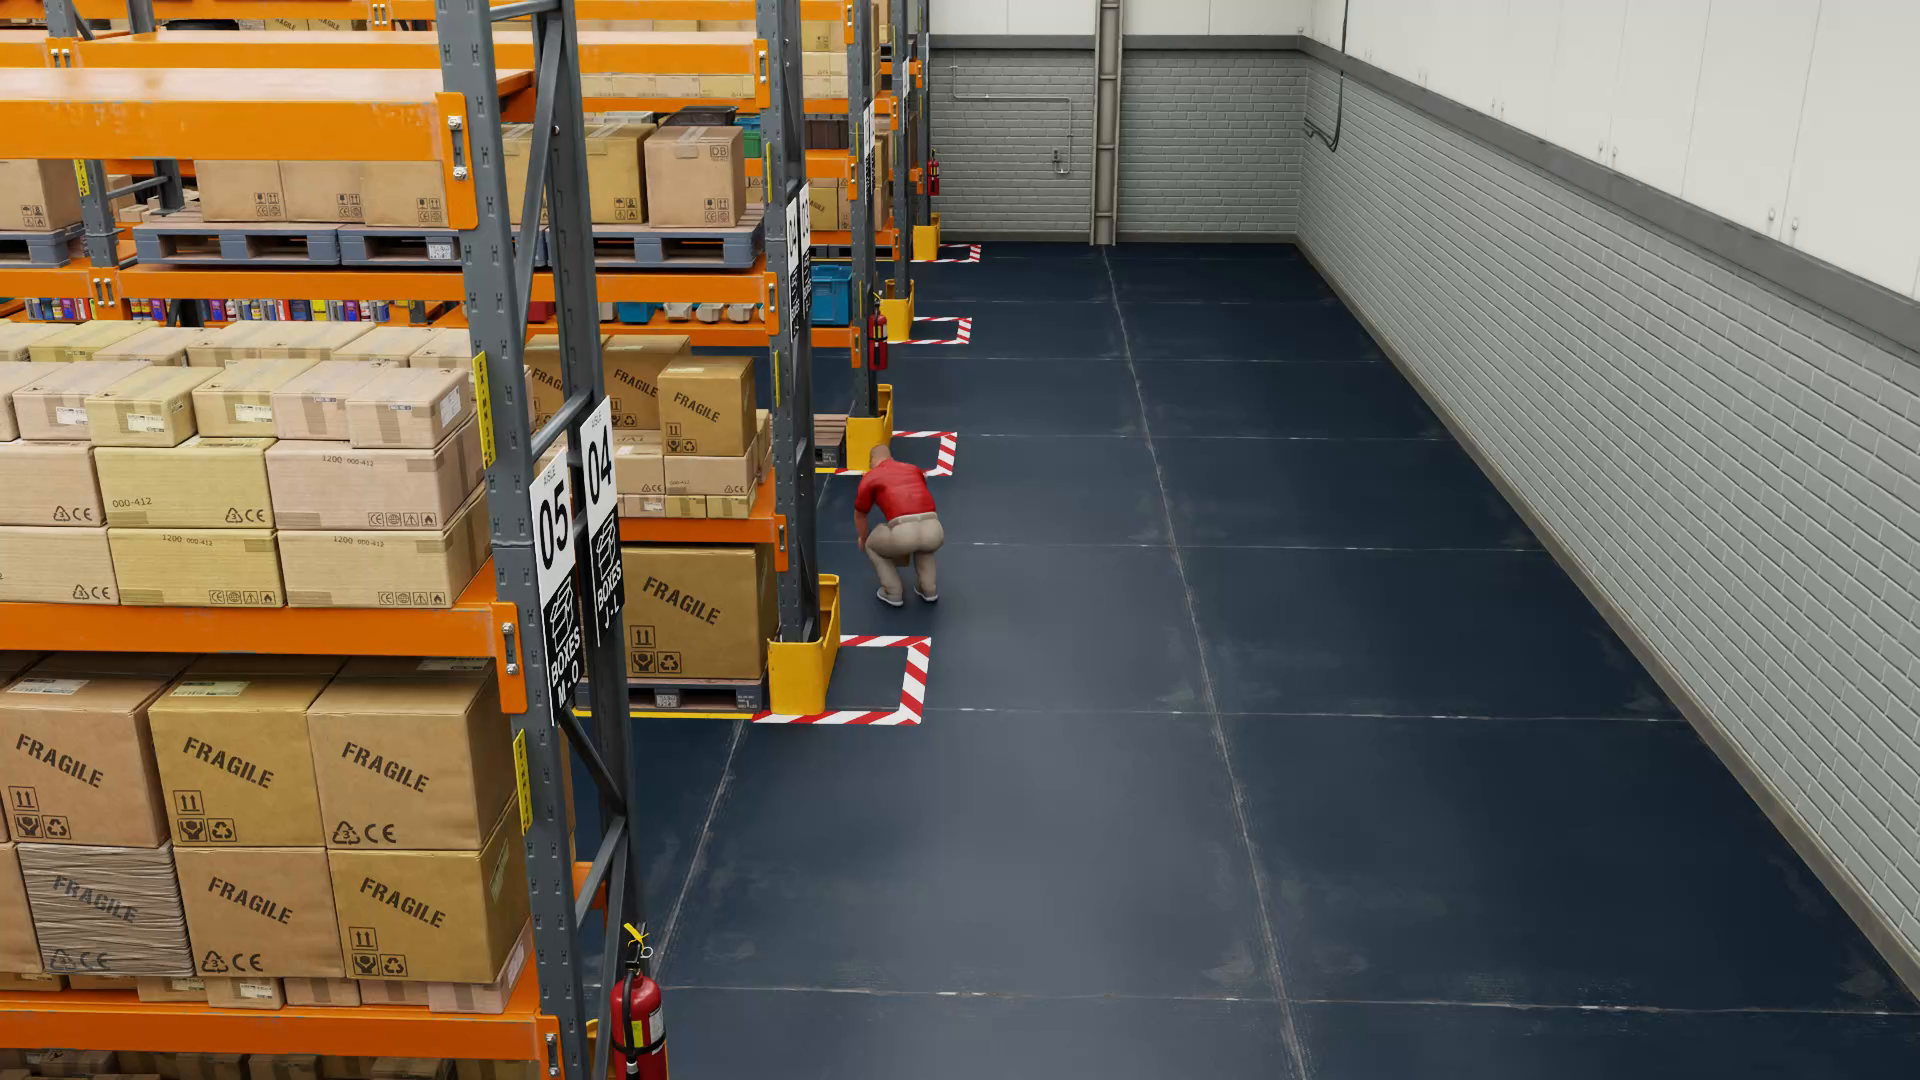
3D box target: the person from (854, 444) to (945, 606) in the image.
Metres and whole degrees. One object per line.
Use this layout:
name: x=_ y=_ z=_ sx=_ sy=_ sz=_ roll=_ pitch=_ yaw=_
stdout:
person: x=-0.454 y=-0.100 z=12.285 sx=0.577 sy=1.087 sz=0.824 roll=-8 pitch=22 yaw=-20
